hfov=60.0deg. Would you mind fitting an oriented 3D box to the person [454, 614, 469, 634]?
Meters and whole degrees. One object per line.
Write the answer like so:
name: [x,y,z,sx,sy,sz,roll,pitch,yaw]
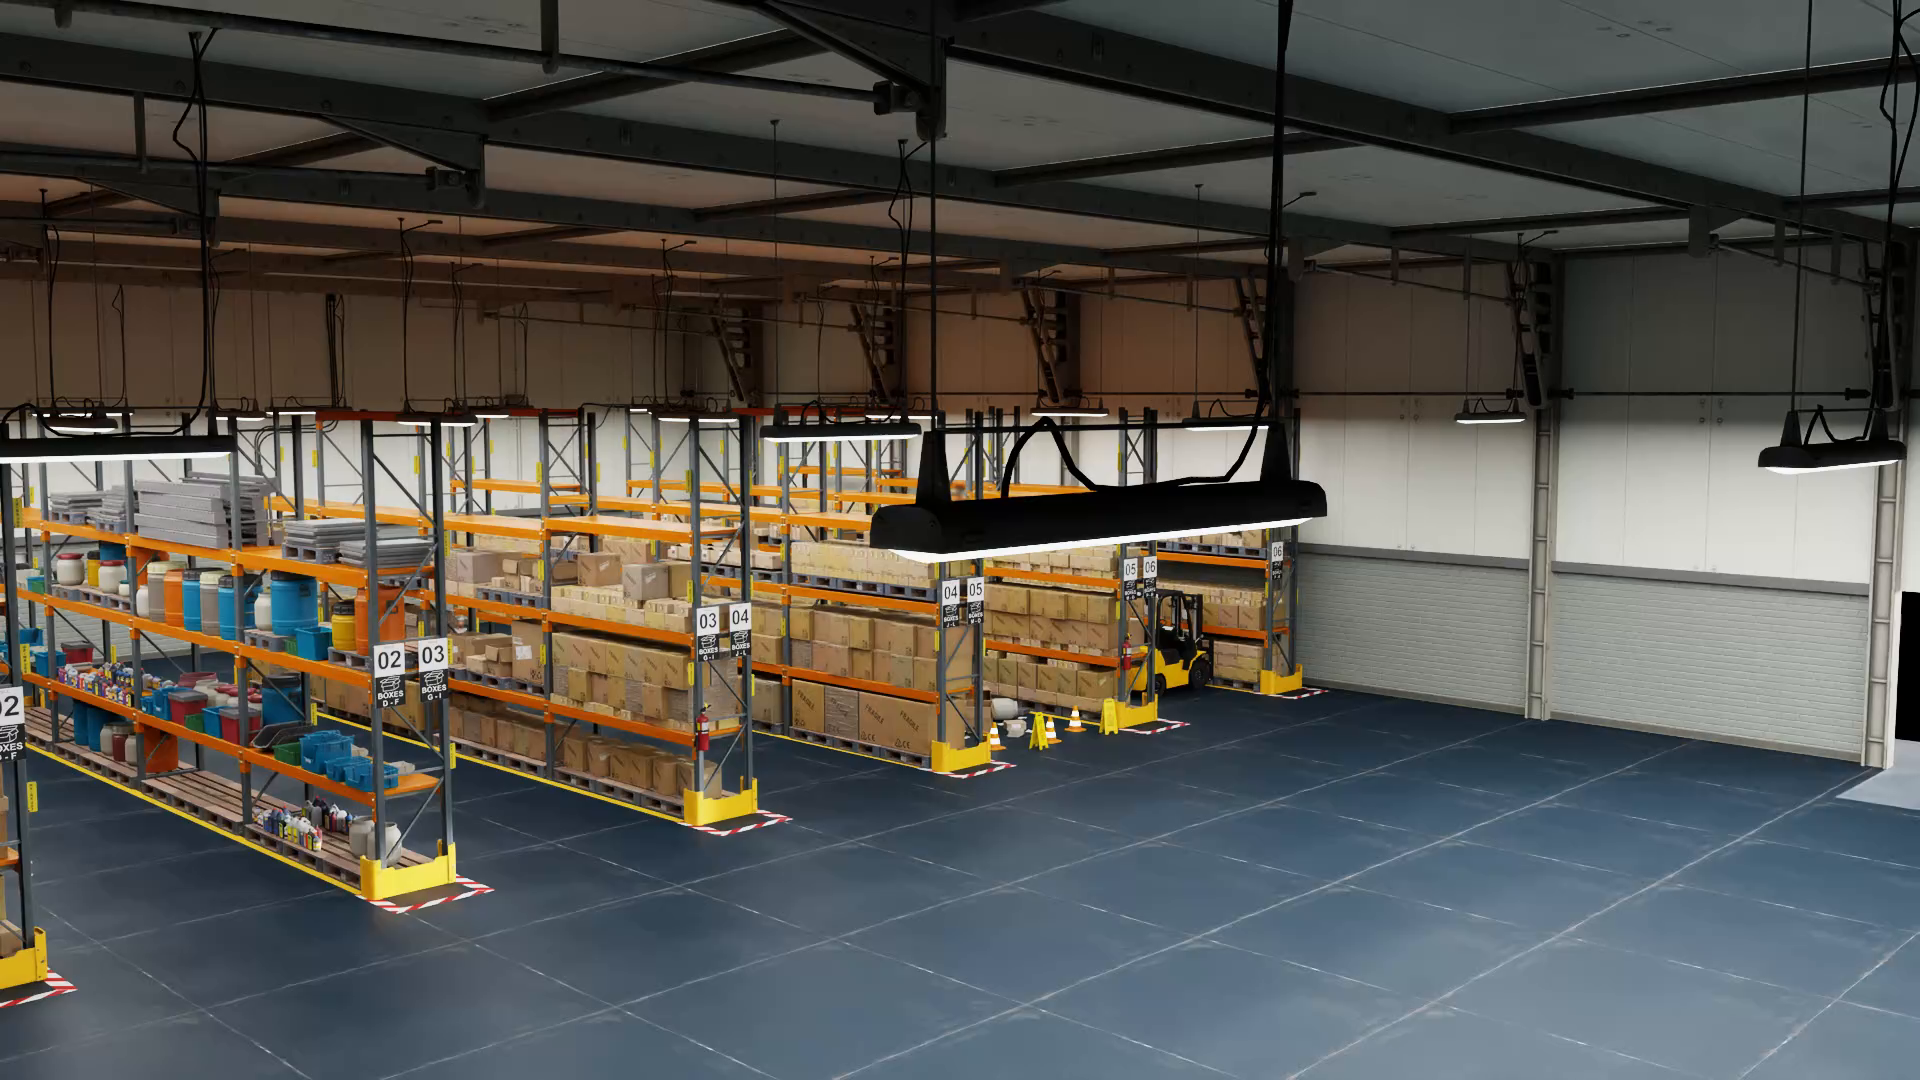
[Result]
person: [-10.448,2.410,34.798,0.695,1.718,0.589,4,6,35]
